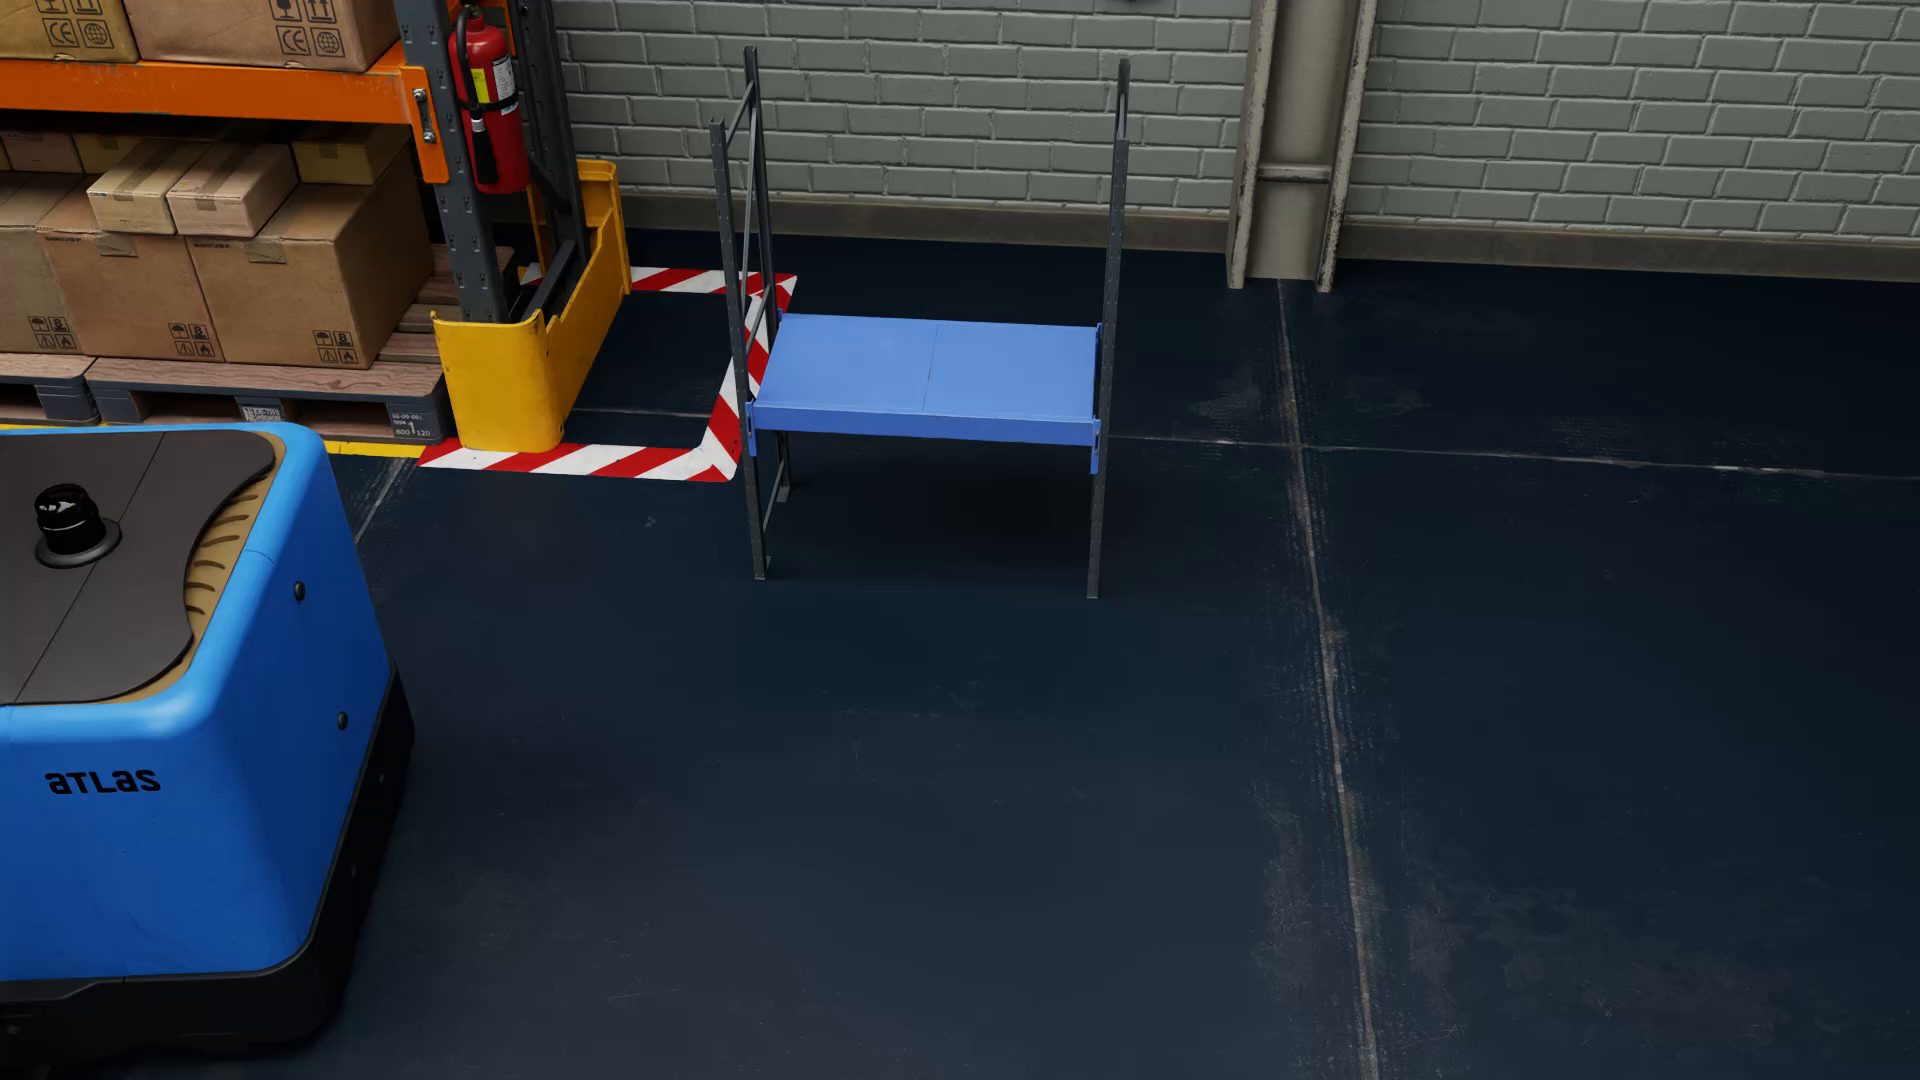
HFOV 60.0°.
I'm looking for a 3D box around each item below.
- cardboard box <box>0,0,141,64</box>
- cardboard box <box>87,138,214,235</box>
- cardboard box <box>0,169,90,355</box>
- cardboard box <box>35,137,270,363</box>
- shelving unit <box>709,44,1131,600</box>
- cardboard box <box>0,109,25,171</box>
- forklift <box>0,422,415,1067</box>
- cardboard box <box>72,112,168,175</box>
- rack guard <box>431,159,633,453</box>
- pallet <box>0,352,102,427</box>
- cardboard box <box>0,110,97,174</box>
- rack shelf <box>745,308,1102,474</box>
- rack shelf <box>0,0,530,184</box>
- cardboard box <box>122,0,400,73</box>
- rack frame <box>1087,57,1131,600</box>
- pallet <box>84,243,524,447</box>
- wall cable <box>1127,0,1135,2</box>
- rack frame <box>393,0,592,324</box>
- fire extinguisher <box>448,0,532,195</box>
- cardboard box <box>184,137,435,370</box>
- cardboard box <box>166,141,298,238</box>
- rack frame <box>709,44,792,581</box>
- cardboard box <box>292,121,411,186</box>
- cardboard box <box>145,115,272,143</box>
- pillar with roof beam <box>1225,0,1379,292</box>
[{"bbox_3d":[-2.747,-2.001,5.095,0.700,0.700,0.980,3,39,3],"label":"cardboard box"},{"bbox_3d":[-2.617,-1.157,5.428,0.250,0.149,0.380,4,39,5],"label":"cardboard box"},{"bbox_3d":[-3.218,-1.053,5.815,0.500,0.500,0.700,2,39,2],"label":"cardboard box"},{"bbox_3d":[-2.717,-1.026,5.782,0.500,0.500,0.700,3,39,4],"label":"cardboard box"},{"bbox_3d":[-0.085,-0.586,4.782,1.048,1.500,0.538,3,39,4],"label":"shelving unit"},{"bbox_3d":[-3.340,-1.438,5.774,0.250,0.149,0.380,4,39,4],"label":"cardboard box"},{"bbox_3d":[-2.964,-0.240,3.223,3.031,2.935,1.130,-2,39,-2],"label":"forklift"},{"bbox_3d":[-2.831,-1.411,5.741,0.250,0.149,0.380,3,39,4],"label":"cardboard box"},{"bbox_3d":[-1.488,-0.860,5.910,0.348,0.500,1.175,3,39,4],"label":"rack guard"},{"bbox_3d":[-3.528,-0.811,6.080,1.213,0.211,1.003,3,39,4],"label":"pallet"},{"bbox_3d":[-3.084,-1.424,5.757,0.250,0.149,0.380,4,39,4],"label":"cardboard box"},{"bbox_3d":[-0.085,-0.447,4.896,1.000,0.185,0.538,3,39,4],"label":"rack shelf"},{"bbox_3d":[-3.505,-1.660,5.484,4.000,0.370,1.077,3,39,4],"label":"rack shelf"},{"bbox_3d":[-2.021,-1.968,5.055,0.700,0.700,0.980,5,39,6],"label":"cardboard box"},{"bbox_3d":[0.421,-0.559,4.748,0.032,1.500,0.500,3,39,4],"label":"rack frame"},{"bbox_3d":[-2.316,-0.743,5.996,1.213,0.211,1.003,3,39,4],"label":"pallet"},{"bbox_3d":[-0.155,-2.750,5.447,1.851,1.984,0.084,3,39,4],"label":"wall cable"},{"bbox_3d":[-1.512,-1.831,5.123,0.127,3.000,1.000,3,39,4],"label":"rack frame"},{"bbox_3d":[-1.402,-1.357,4.898,0.183,0.674,0.296,3,39,4],"label":"fire extinguisher"},{"bbox_3d":[-2.218,-0.999,5.749,0.500,0.500,0.700,3,39,4],"label":"cardboard box"},{"bbox_3d":[-2.362,-1.143,5.412,0.250,0.149,0.380,3,39,3],"label":"cardboard box"},{"bbox_3d":[-0.591,-0.614,4.816,0.032,1.500,0.500,3,39,4],"label":"rack frame"},{"bbox_3d":[-2.076,-1.370,5.690,0.250,0.149,0.380,3,39,4],"label":"cardboard box"},{"bbox_3d":[-2.581,-1.397,5.724,0.250,0.149,0.380,3,39,4],"label":"cardboard box"},{"bbox_3d":[0.881,-1.847,0.390,0.400,9.000,9.100,3,39,4],"label":"pillar with roof beam"}]
